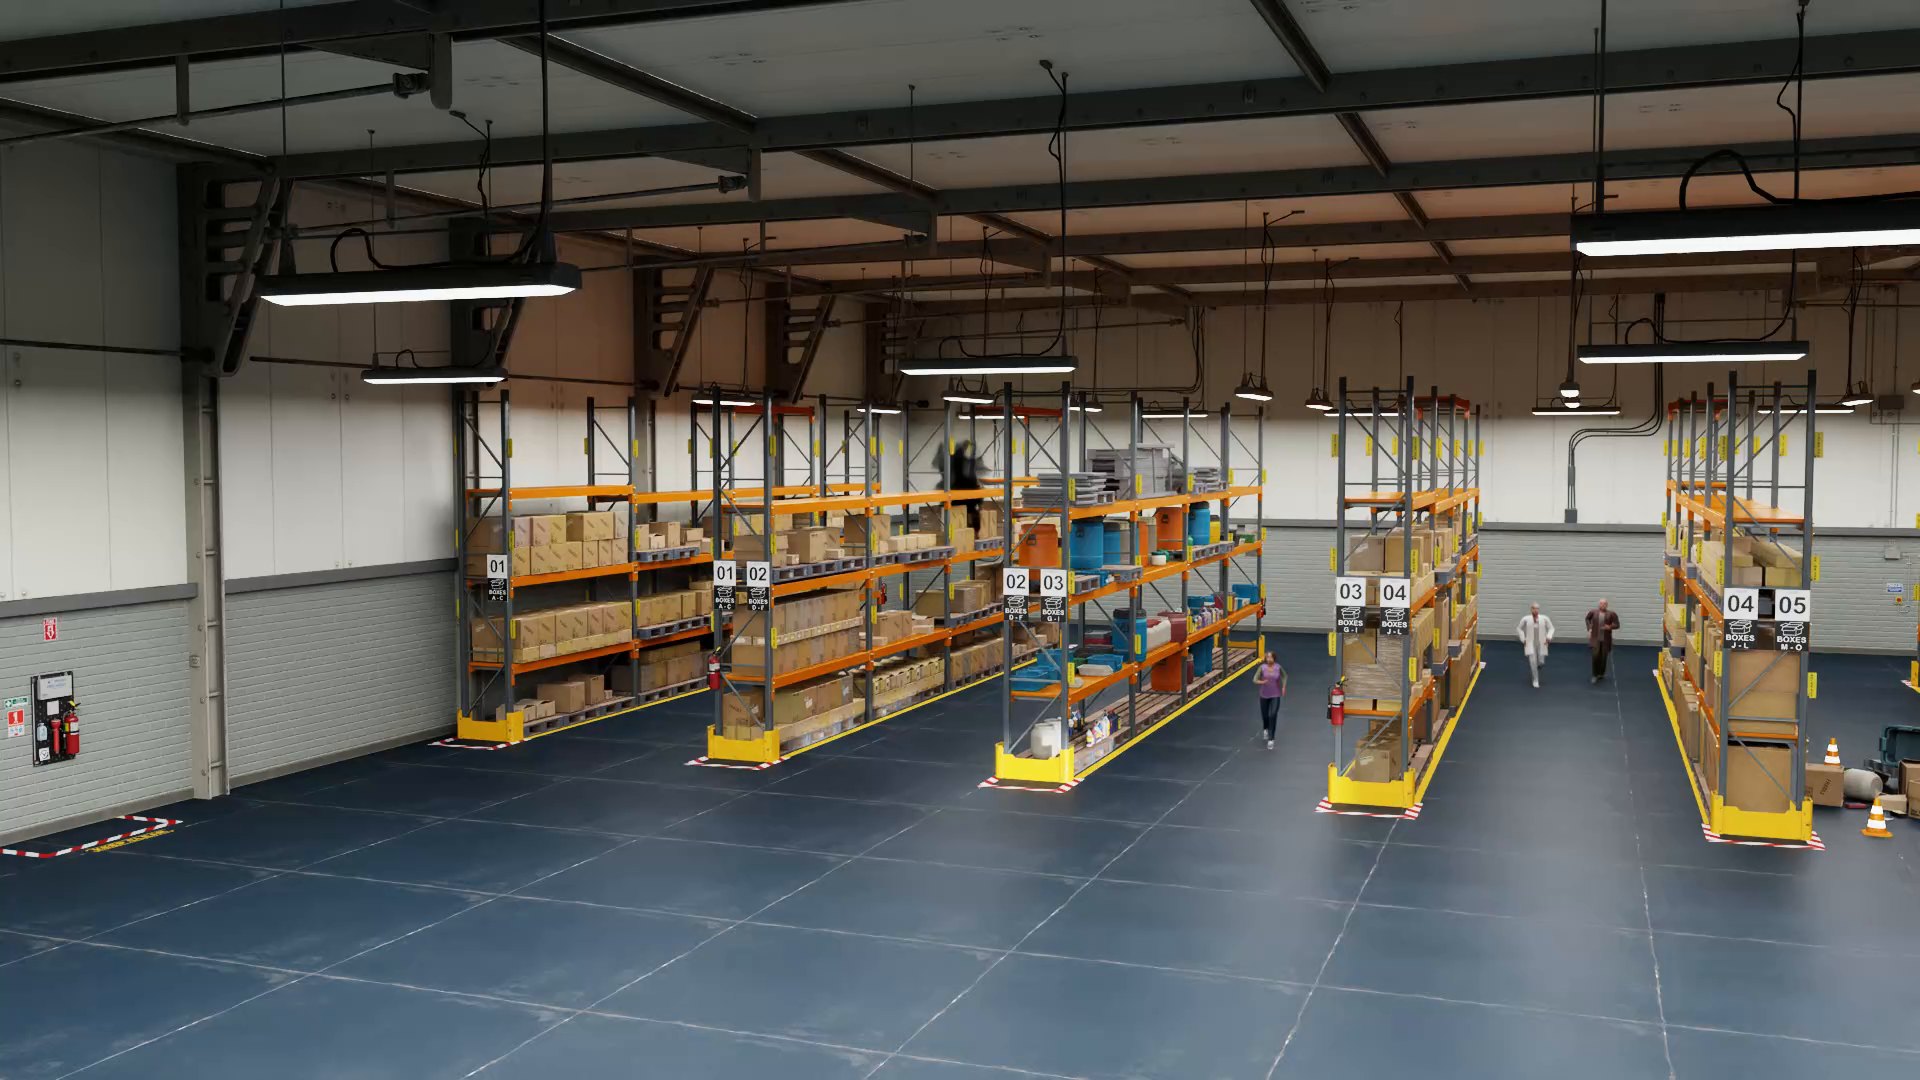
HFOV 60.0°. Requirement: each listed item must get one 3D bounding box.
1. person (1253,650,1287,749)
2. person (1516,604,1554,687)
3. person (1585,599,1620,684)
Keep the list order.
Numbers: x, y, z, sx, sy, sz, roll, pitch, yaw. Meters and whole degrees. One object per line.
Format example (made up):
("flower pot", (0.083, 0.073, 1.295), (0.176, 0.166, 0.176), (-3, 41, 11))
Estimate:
("person", (5.197, 2.650, 27.902), (0.565, 1.582, 0.859), (1, 3, 11))
("person", (12.153, 2.222, 35.132), (0.759, 1.729, 0.636), (1, 3, 14))
("person", (13.734, 2.166, 35.575), (0.696, 1.841, 0.792), (1, 3, 24))
